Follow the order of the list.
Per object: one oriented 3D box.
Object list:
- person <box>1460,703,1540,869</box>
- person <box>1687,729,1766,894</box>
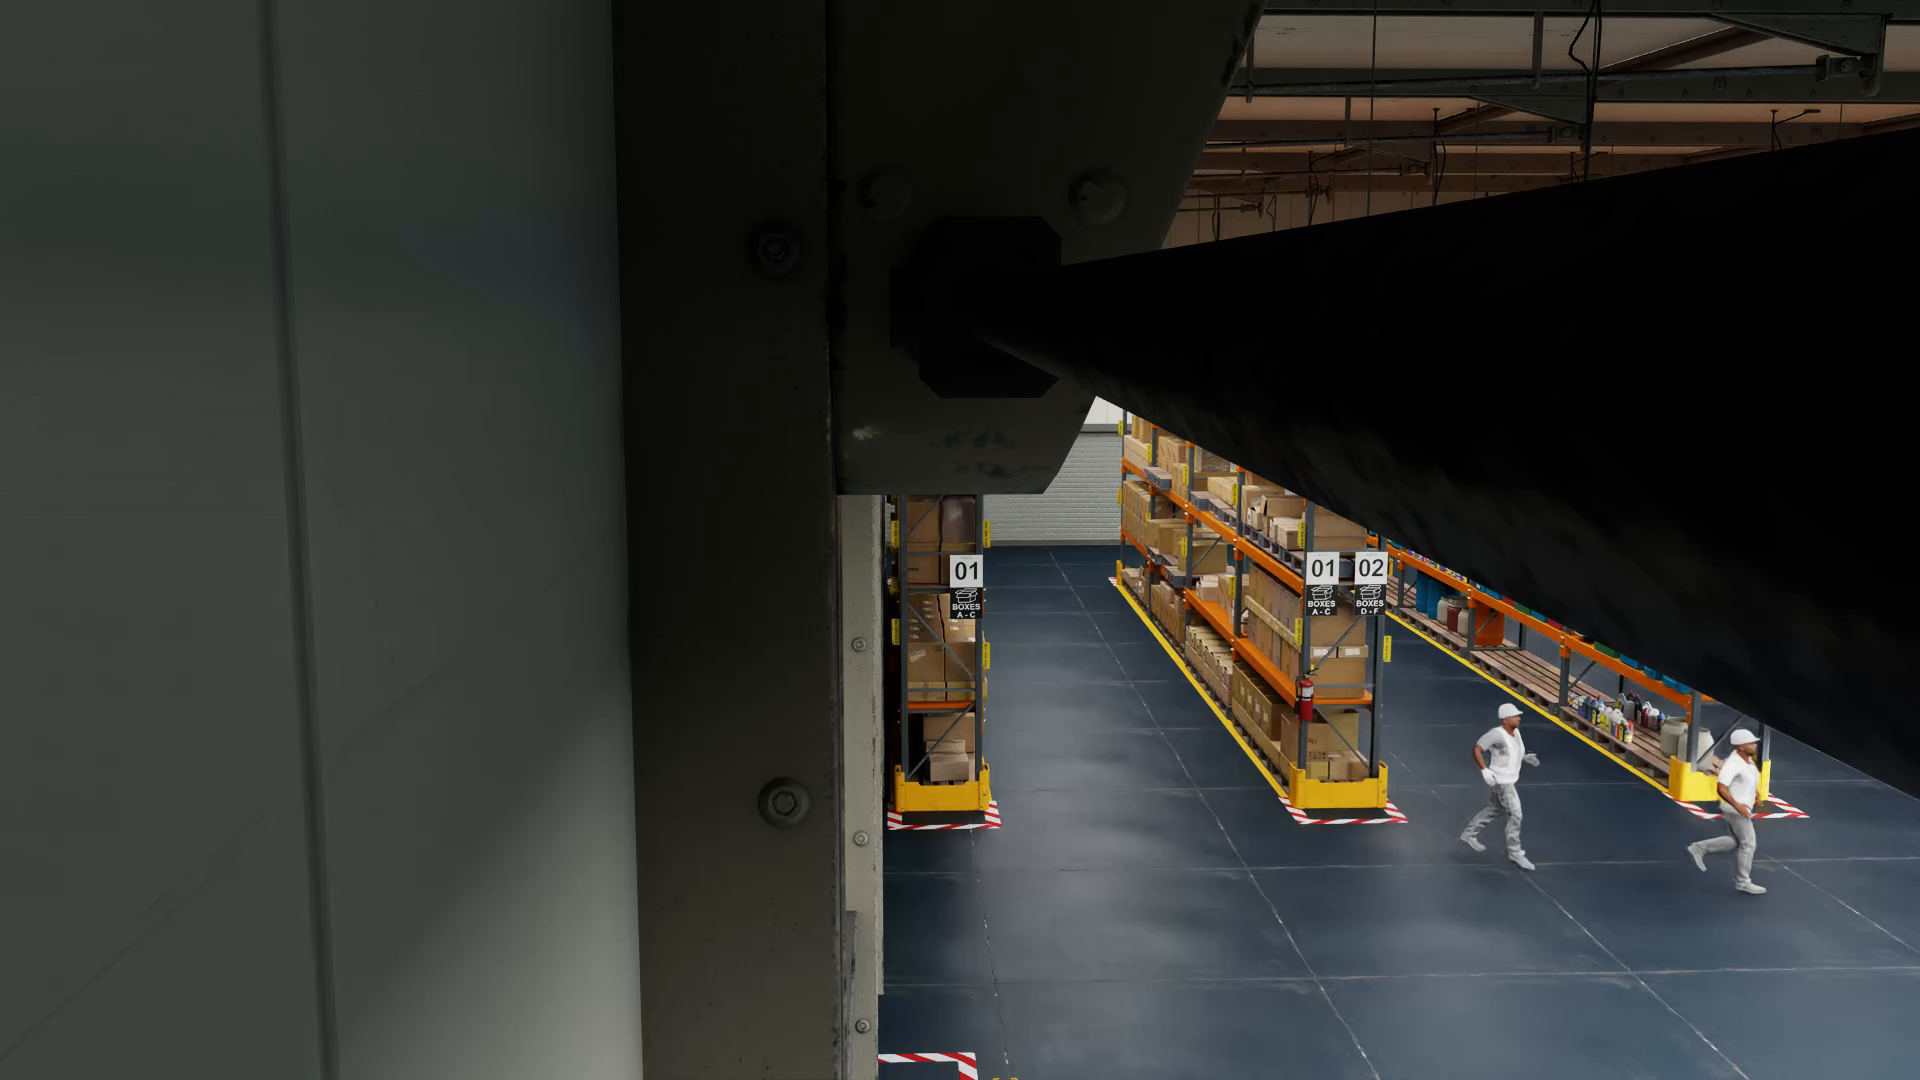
[{"bbox_3d":[6.064,2.712,18.641,0.863,1.820,0.668,5,10,31],"label":"person"},{"bbox_3d":[8.223,2.856,17.743,0.806,1.756,0.692,5,10,33],"label":"person"}]
